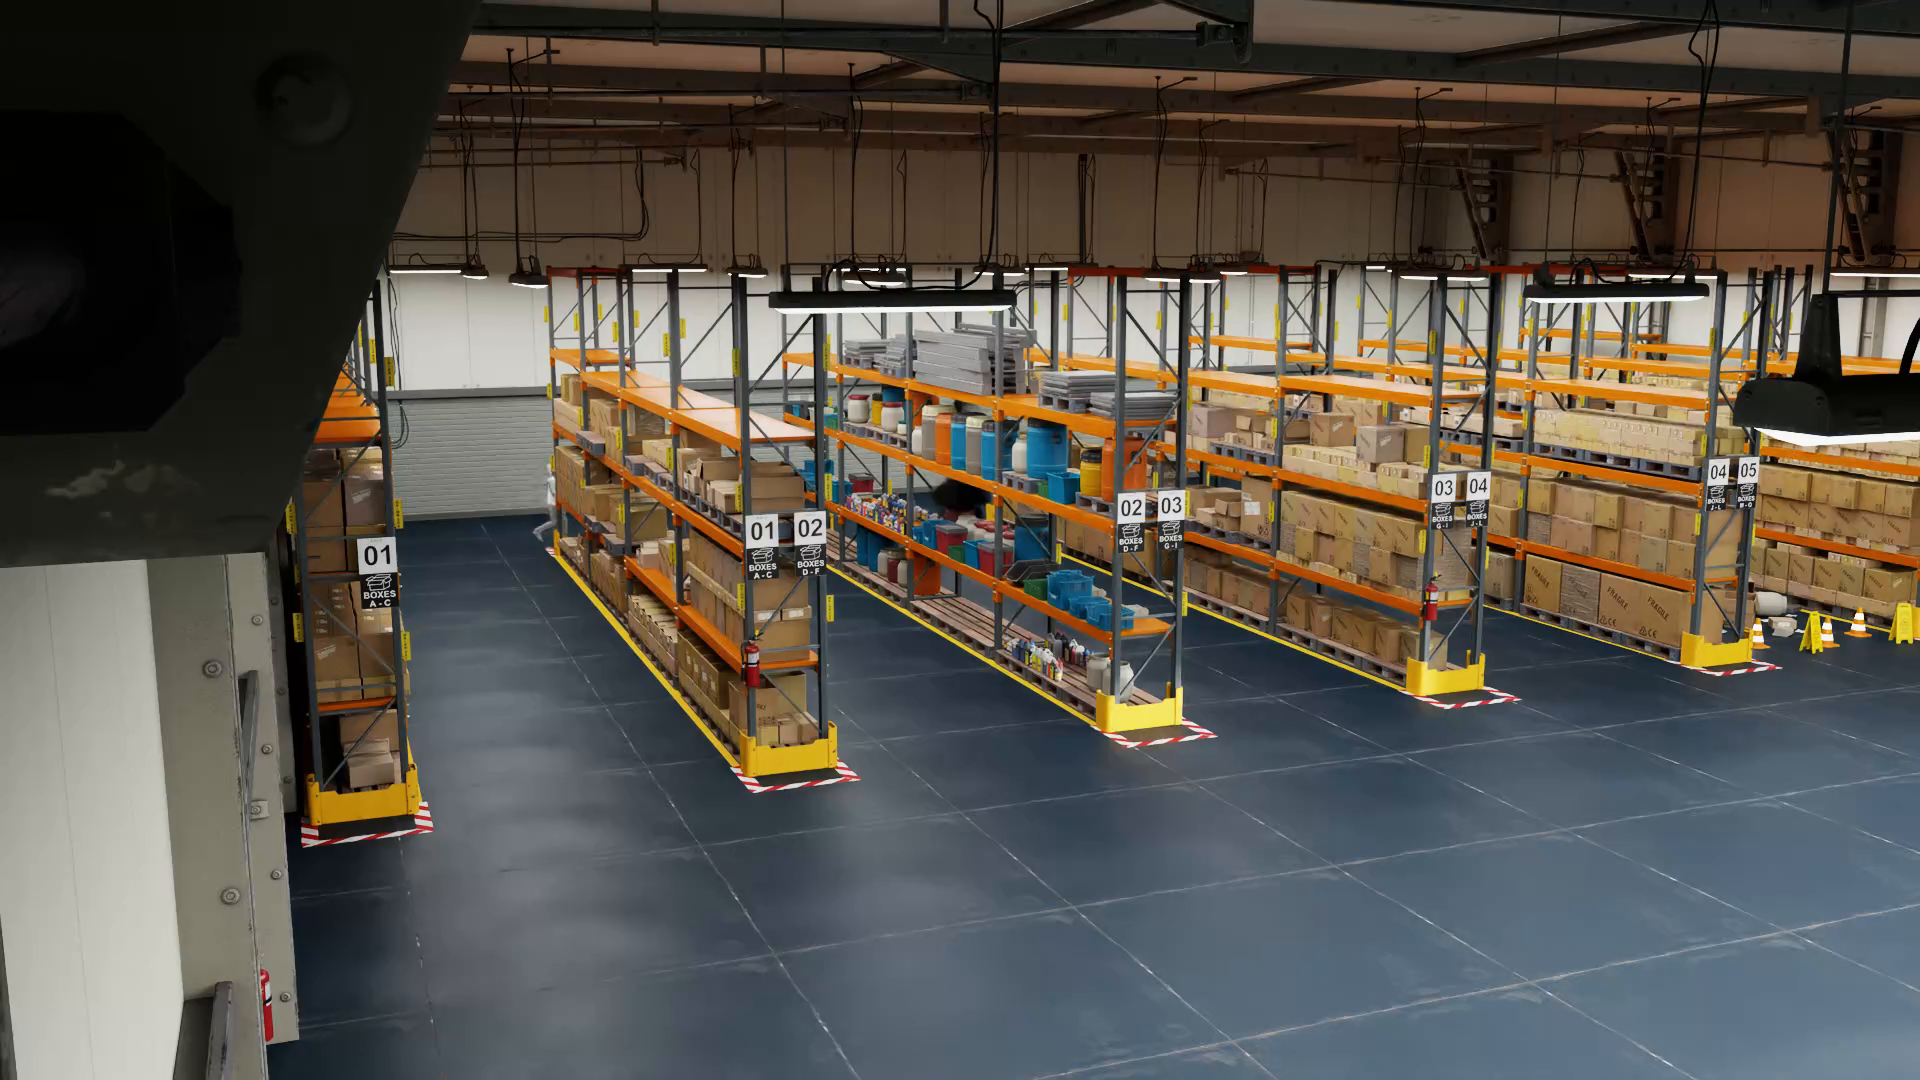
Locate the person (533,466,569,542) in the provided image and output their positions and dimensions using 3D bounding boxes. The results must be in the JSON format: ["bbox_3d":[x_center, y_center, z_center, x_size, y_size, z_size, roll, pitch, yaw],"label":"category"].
[{"bbox_3d":[-8.804,-0.765,35.985,0.912,1.776,0.670,-2,10,-13],"label":"person"}]
